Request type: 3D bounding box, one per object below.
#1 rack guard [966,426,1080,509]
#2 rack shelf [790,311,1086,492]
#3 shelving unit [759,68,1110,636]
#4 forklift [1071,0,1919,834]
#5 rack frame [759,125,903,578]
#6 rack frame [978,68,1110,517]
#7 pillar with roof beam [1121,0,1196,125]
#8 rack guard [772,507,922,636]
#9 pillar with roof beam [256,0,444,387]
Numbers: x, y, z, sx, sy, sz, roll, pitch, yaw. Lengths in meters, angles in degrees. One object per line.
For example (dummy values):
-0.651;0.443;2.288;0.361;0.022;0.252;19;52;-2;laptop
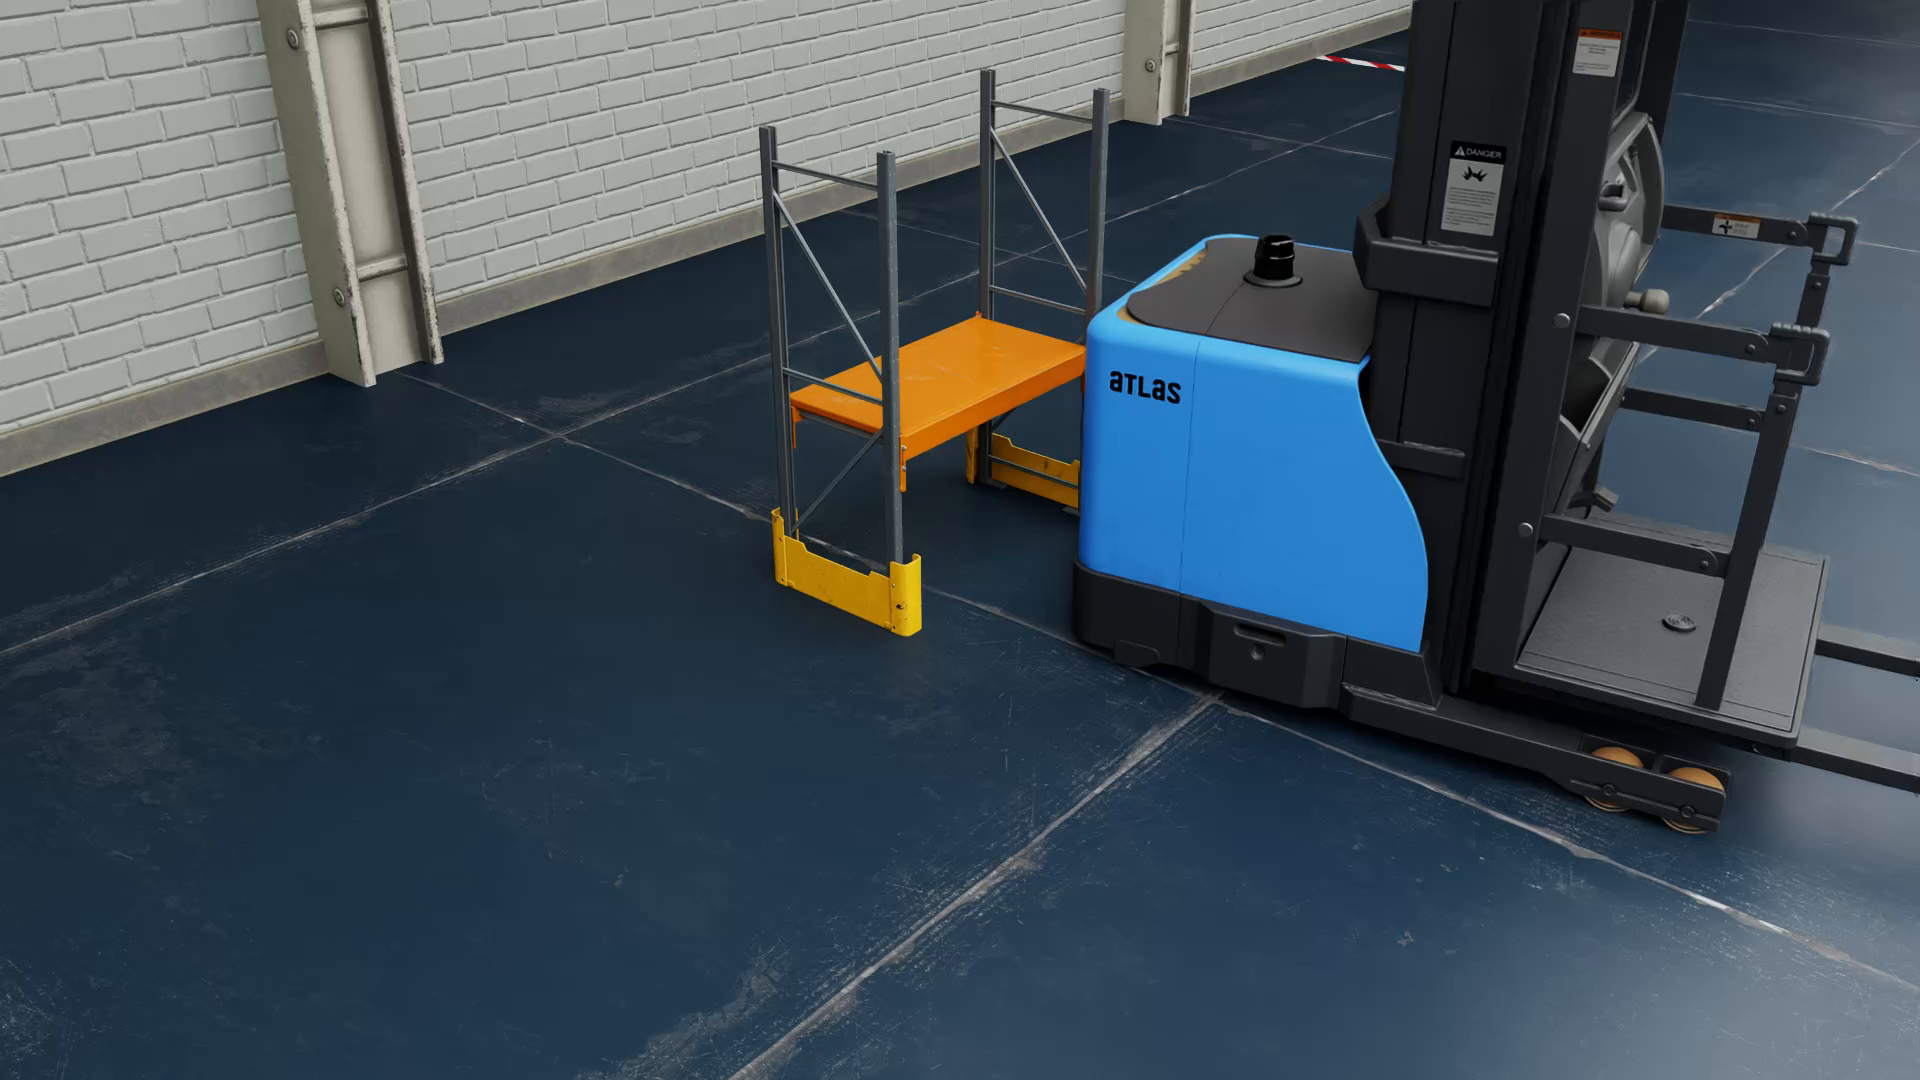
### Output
0.268;-0.261;5.982;0.587;0.250;0.087;21;34;34;rack guard
-0.054;-0.476;5.430;0.538;0.185;1.000;21;34;34;rack shelf
-0.048;-0.639;5.353;0.587;1.500;1.083;21;34;34;shelving unit
1.879;-0.825;4.154;3.031;2.935;1.130;14;31;25;forklift
-0.378;-0.456;4.999;0.500;1.500;0.032;21;34;34;rack frame
0.269;-0.816;5.695;0.500;1.500;0.032;21;34;34;rack frame
4.646;-5.622;6.824;9.100;9.000;0.400;21;34;34;pillar with roof beam
-0.365;0.093;5.299;0.587;0.250;0.087;21;34;34;rack guard
0.830;-3.495;2.711;9.100;9.000;0.400;21;34;34;pillar with roof beam
